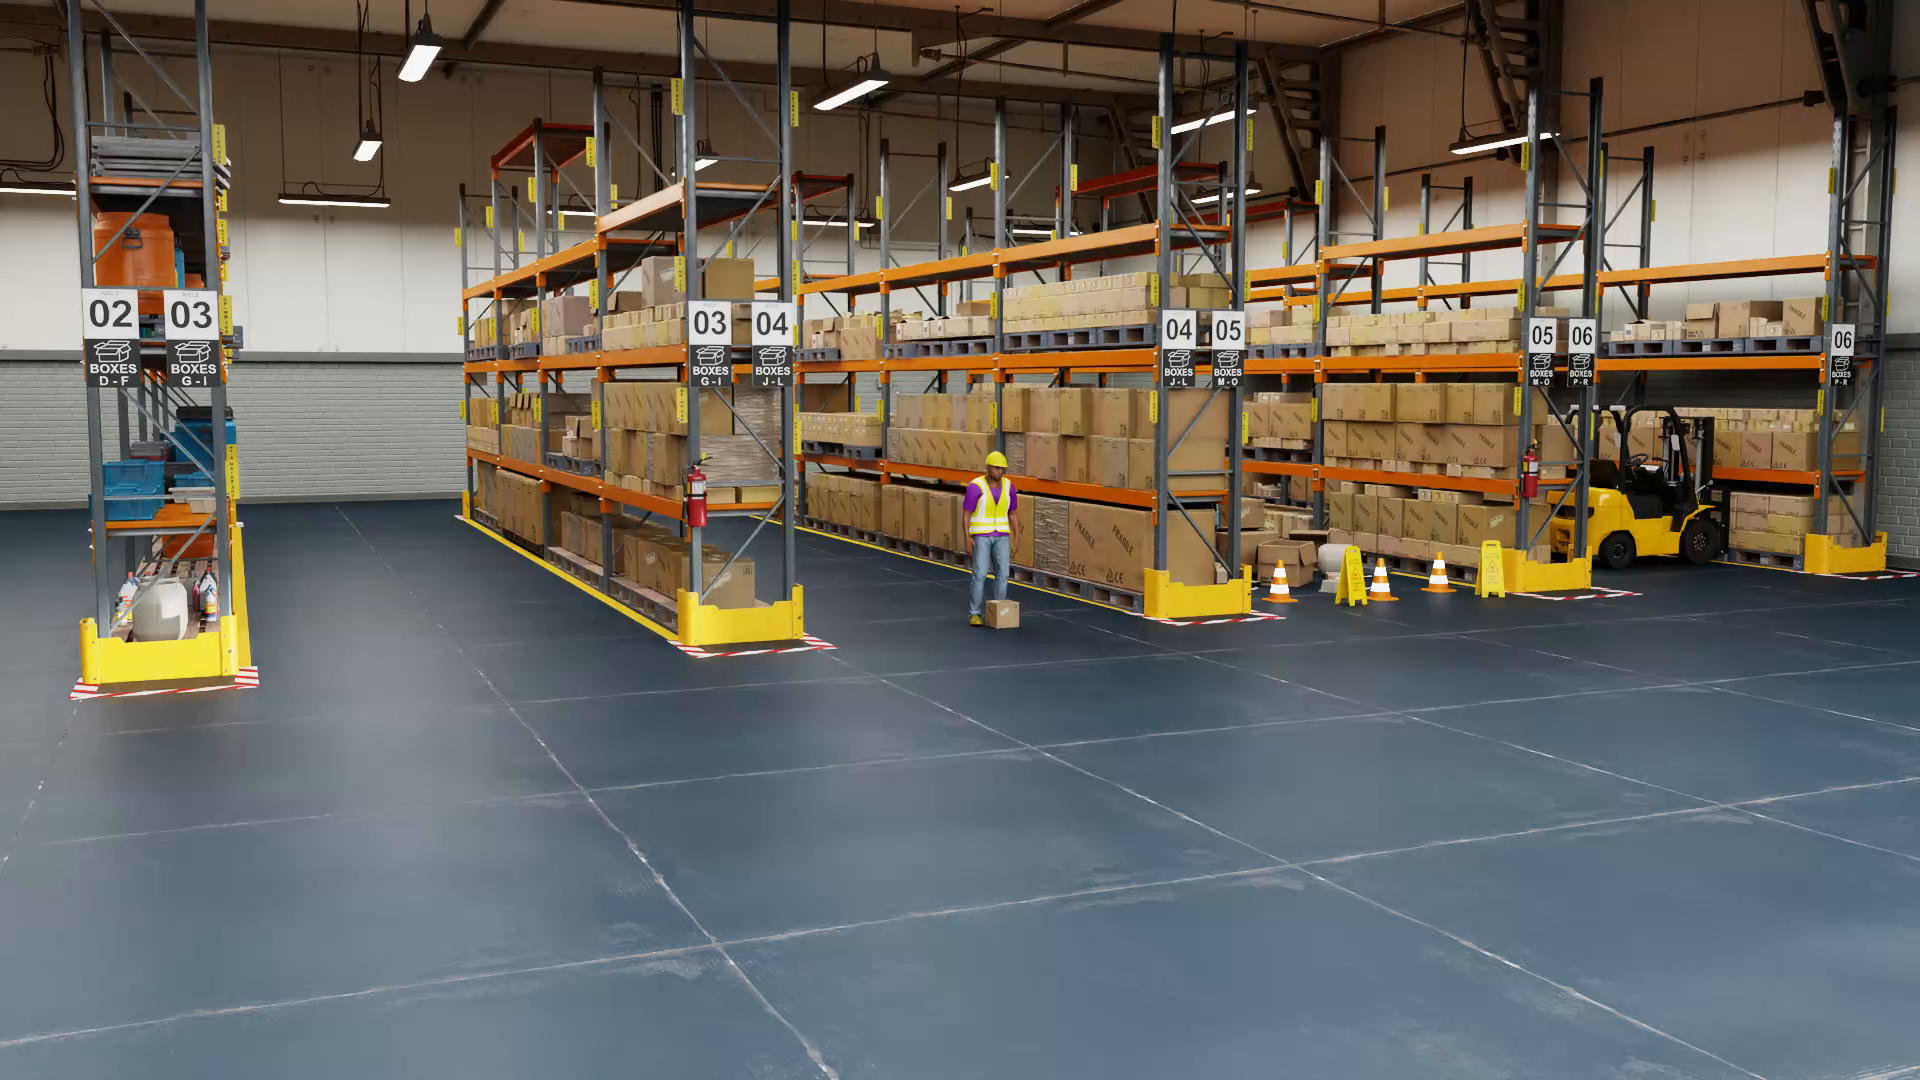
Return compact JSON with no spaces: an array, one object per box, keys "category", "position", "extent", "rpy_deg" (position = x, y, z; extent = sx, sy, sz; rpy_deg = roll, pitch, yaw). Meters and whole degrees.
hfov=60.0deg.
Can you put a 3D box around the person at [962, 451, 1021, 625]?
[{"category":"person","position":[0.322,-0.023,16.915],"extent":[0.628,1.761,0.456],"rpy_deg":[-2,6,-23]}]
